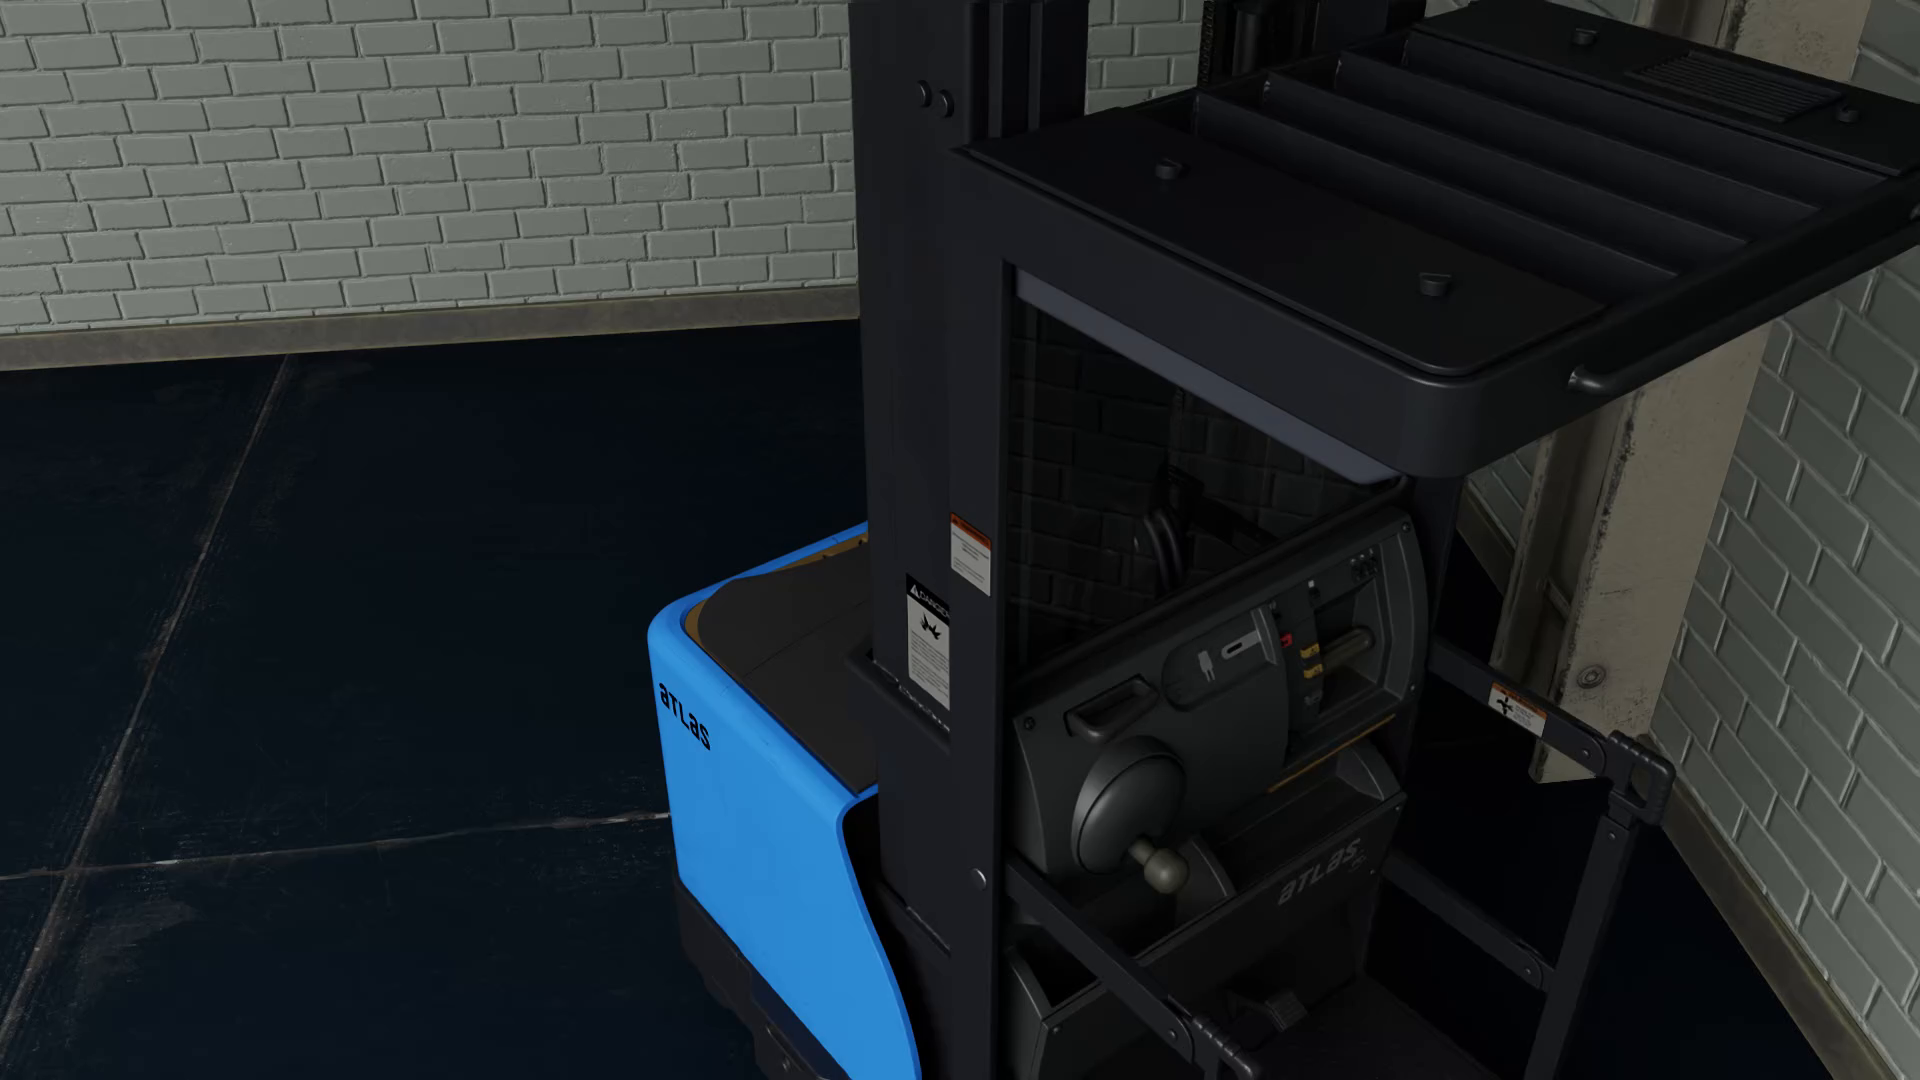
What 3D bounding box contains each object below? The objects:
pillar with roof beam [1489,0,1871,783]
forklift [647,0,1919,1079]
[{"bbox_3d":[-2.503,-2.822,1.900,9.100,9.000,0.400,-4,35,-6],"label":"pillar with roof beam"},{"bbox_3d":[0.600,0.321,2.676,1.130,2.935,3.031,-24,41,-30],"label":"forklift"}]
